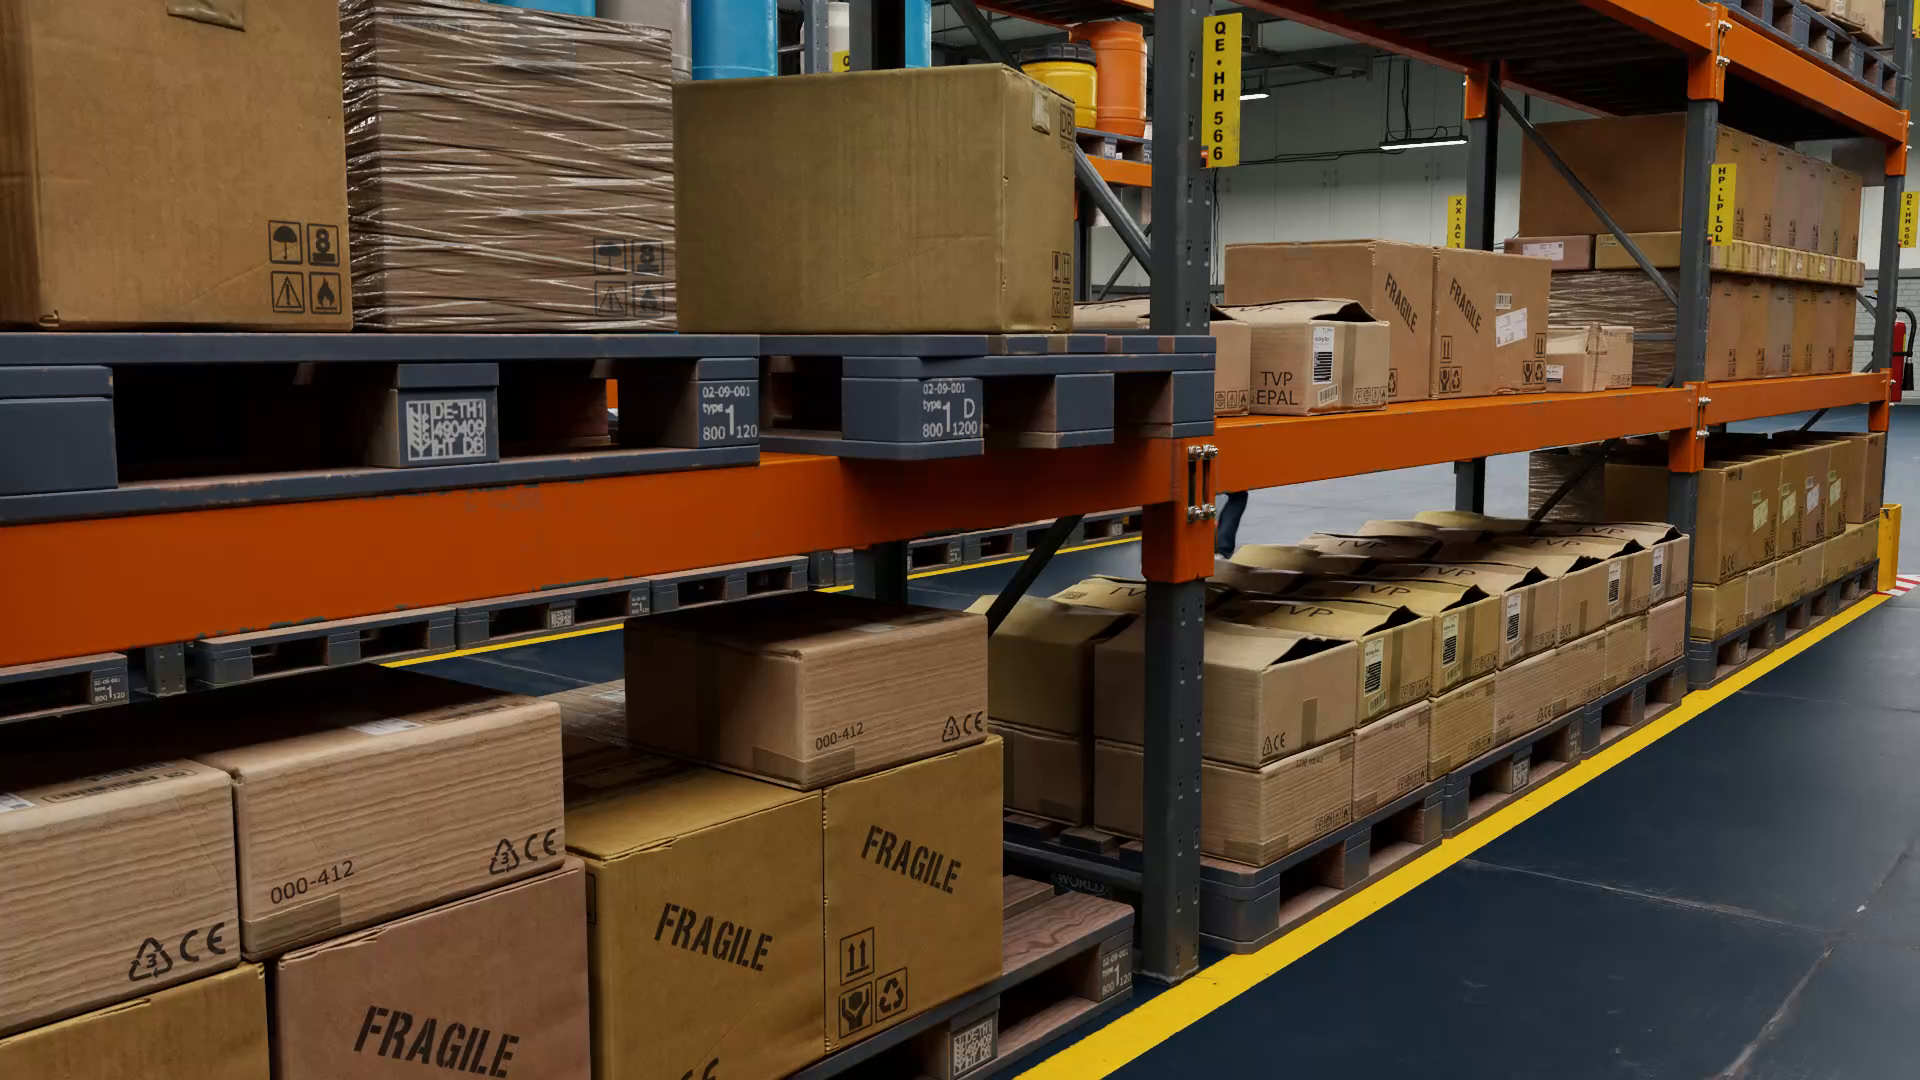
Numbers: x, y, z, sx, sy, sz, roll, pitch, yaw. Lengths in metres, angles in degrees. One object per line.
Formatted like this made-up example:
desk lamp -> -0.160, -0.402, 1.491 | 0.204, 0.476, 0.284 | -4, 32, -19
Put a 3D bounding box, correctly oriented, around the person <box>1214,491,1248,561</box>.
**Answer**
person -> 1.505, -0.511, 9.916 | 0.447, 1.609, 0.431 | 3, 8, 23
